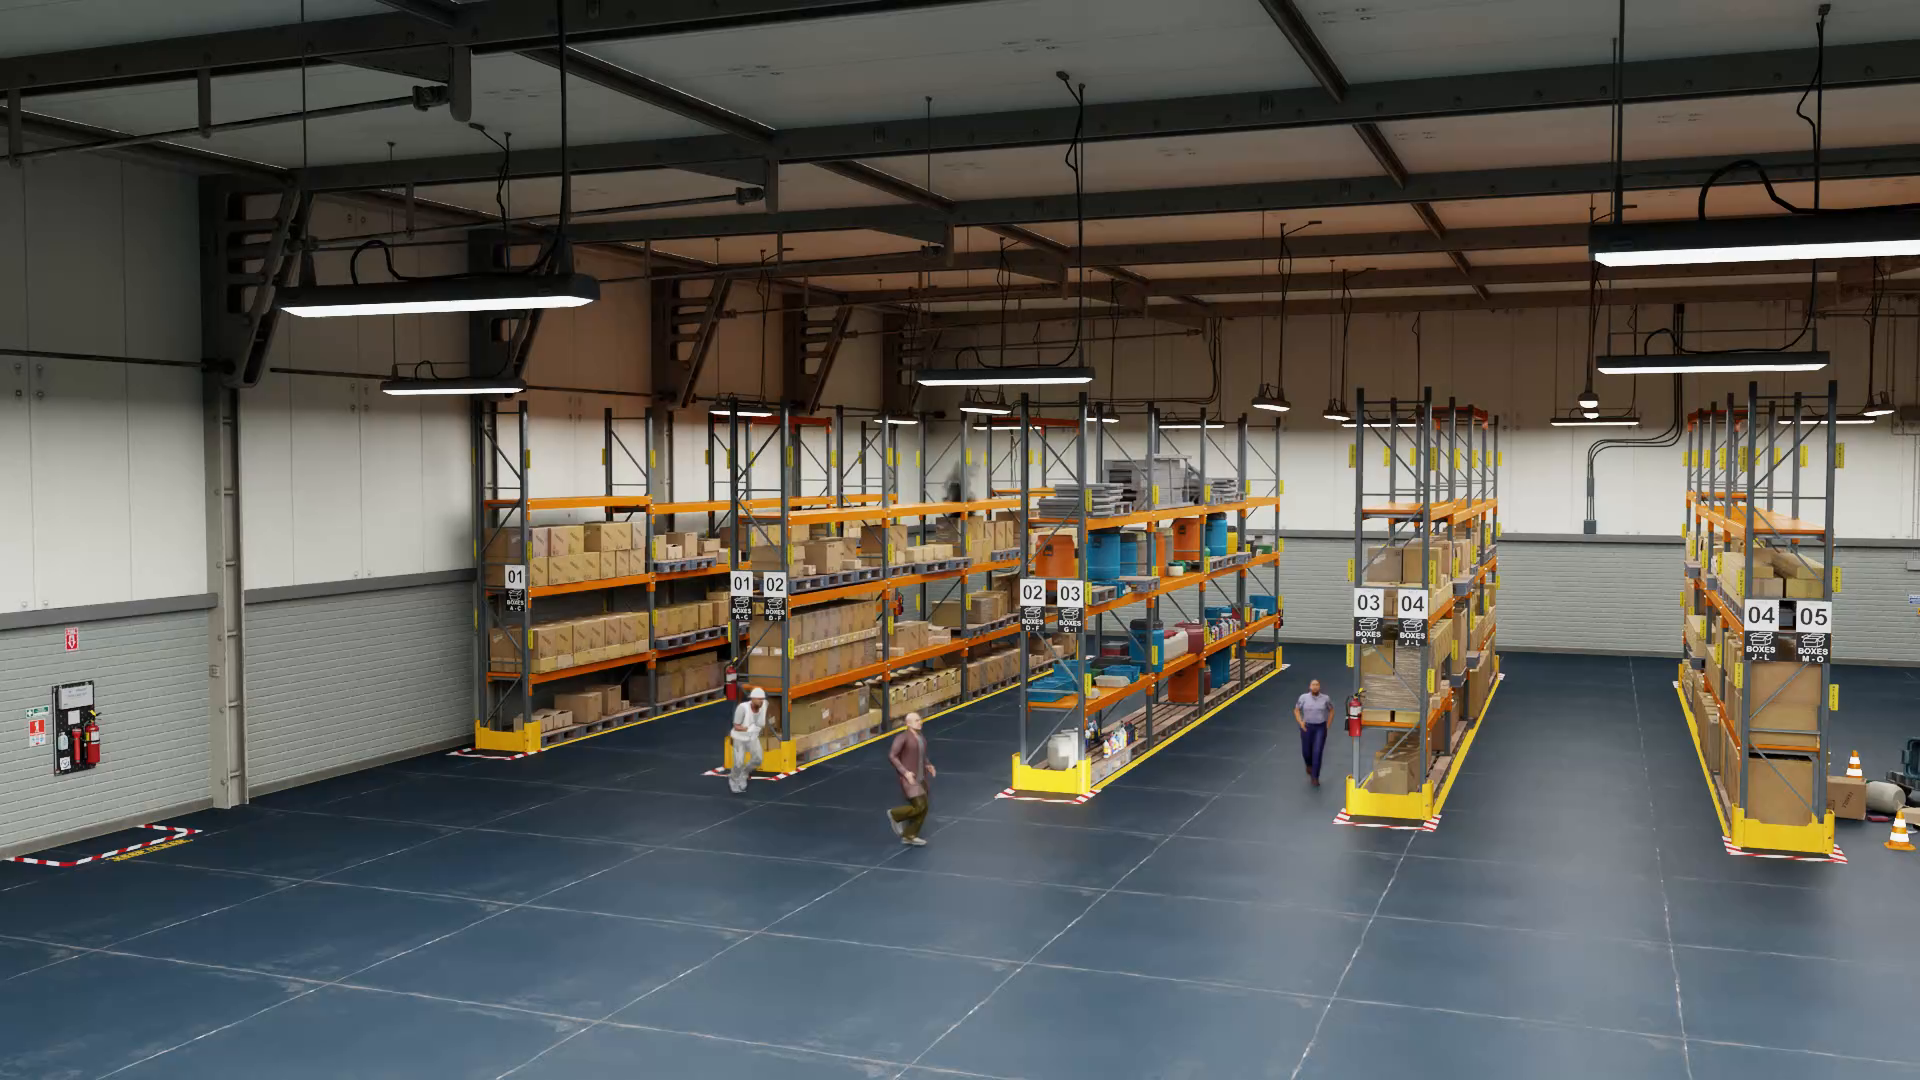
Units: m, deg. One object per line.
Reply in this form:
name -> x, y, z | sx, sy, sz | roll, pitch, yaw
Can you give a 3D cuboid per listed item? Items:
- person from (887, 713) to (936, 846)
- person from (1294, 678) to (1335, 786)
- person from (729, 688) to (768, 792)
person -> -0.630, 3.095, 21.577 | 0.642, 1.724, 0.675 | 2, 3, 35
person -> 5.494, 2.952, 25.779 | 0.612, 1.626, 0.694 | 1, 3, 14
person -> -3.113, 2.980, 24.827 | 0.719, 1.610, 0.915 | -2, 4, -40
